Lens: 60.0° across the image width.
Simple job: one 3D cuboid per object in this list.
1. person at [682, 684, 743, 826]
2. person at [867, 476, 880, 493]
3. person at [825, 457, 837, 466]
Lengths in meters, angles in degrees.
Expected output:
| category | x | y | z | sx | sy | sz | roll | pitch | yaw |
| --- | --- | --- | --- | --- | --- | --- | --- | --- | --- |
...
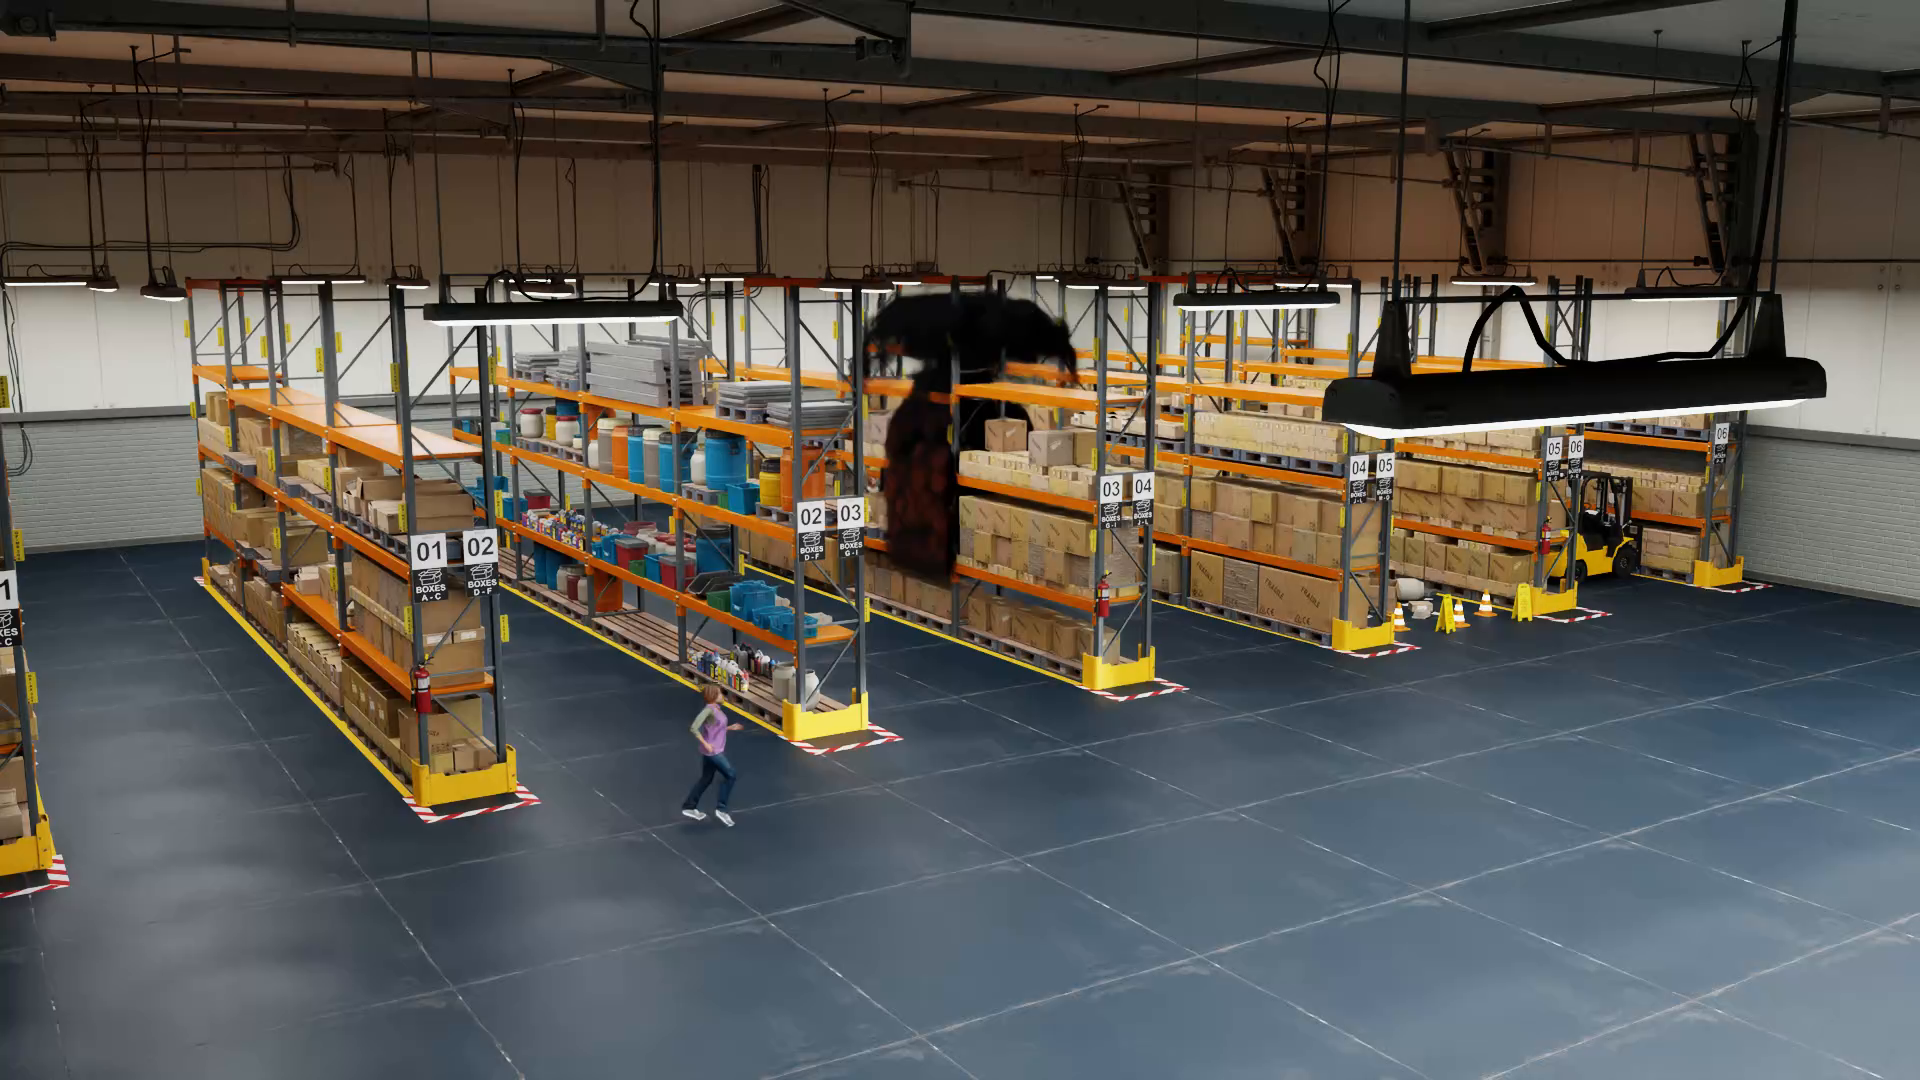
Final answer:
| category | x | y | z | sx | sy | sz | roll | pitch | yaw |
| --- | --- | --- | --- | --- | --- | --- | --- | --- | --- |
| person | -2.801 | 2.435 | 18.790 | 0.714 | 1.630 | 0.517 | -1 | 10 | -7 |
| person | -1.971 | -0.662 | 37.280 | 0.535 | 1.548 | 0.567 | -6 | 11 | -31 |
| person | -3.199 | -1.364 | 41.277 | 0.768 | 1.715 | 0.801 | 6 | 11 | 32 |
